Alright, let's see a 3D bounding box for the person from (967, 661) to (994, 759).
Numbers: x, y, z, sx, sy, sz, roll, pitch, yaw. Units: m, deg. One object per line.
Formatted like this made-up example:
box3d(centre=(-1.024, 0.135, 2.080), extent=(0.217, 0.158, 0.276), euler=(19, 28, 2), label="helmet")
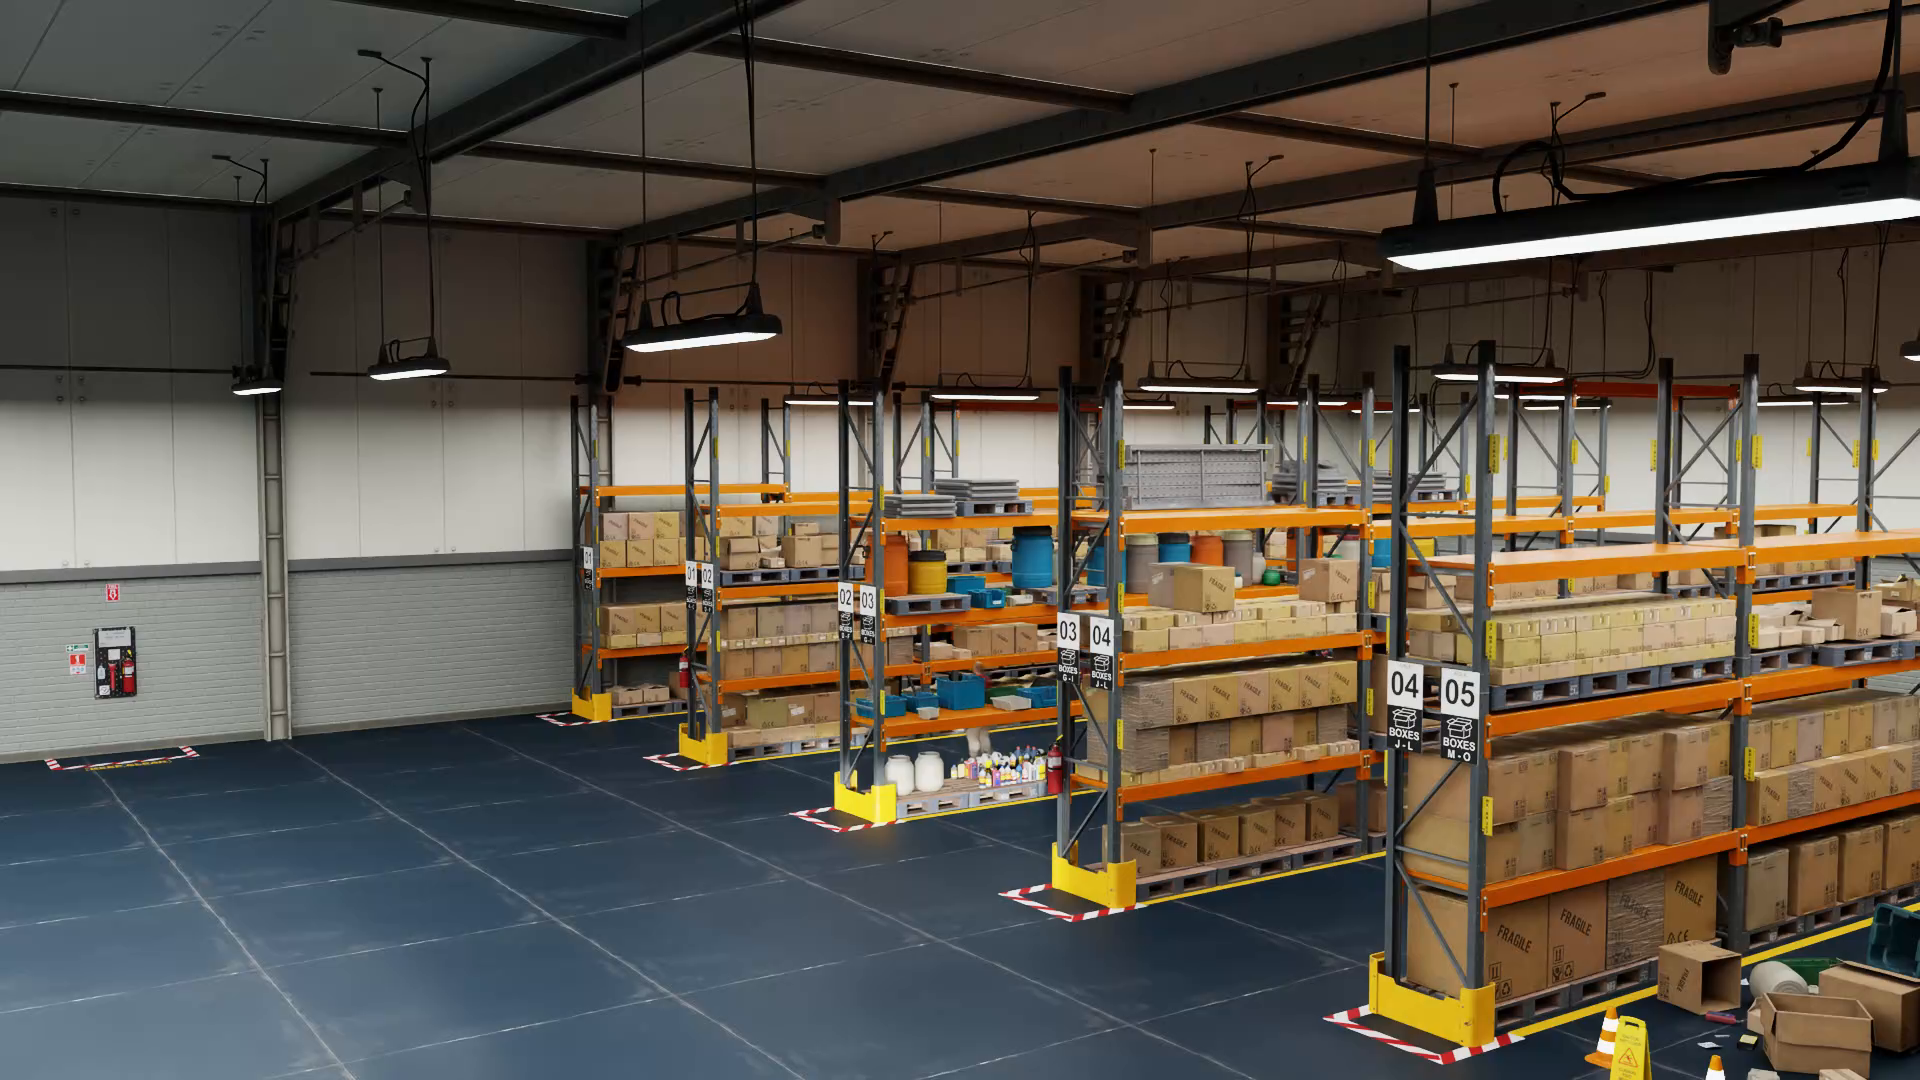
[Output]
box3d(centre=(0.268, 2.738, 25.886), extent=(0.388, 1.734, 0.577), euler=(3, 4, 39), label="person")
